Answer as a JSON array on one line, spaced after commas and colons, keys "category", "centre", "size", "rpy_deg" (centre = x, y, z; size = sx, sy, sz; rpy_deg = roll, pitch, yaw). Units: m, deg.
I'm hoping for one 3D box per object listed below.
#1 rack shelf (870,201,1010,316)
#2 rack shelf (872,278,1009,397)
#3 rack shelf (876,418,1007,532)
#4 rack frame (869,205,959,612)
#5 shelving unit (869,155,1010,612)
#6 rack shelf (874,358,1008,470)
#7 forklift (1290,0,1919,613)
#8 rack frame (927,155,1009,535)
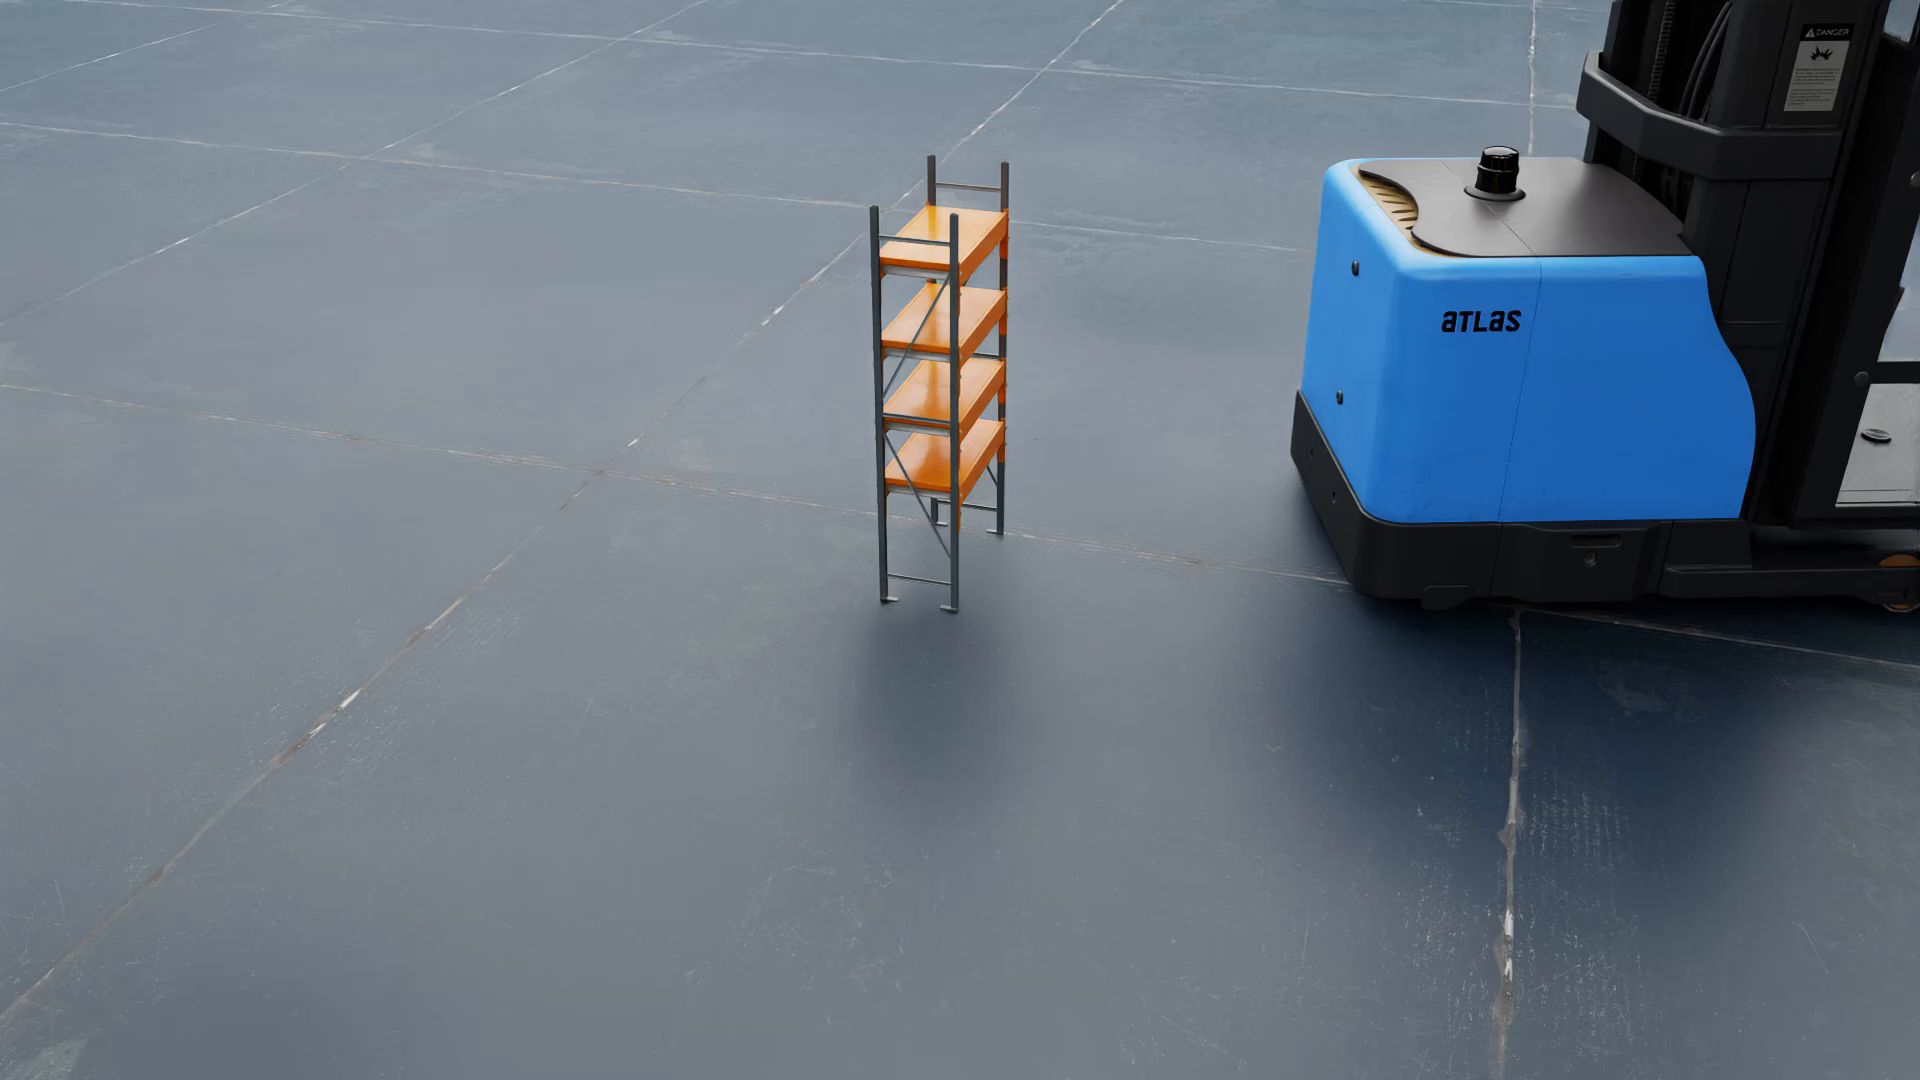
[{"category": "rack shelf", "centre": [-0.049, -0.791, 4.629], "size": [0.258, 0.148, 0.480], "rpy_deg": [8, 30, 15]}, {"category": "rack shelf", "centre": [-0.049, -0.584, 4.744], "size": [0.258, 0.148, 0.480], "rpy_deg": [8, 30, 15]}, {"category": "rack shelf", "centre": [-0.049, -0.215, 4.949], "size": [0.258, 0.148, 0.480], "rpy_deg": [8, 30, 15]}, {"category": "rack frame", "centre": [-0.120, -0.334, 4.616], "size": [0.240, 1.200, 0.015], "rpy_deg": [8, 30, 15]}, {"category": "shelving unit", "centre": [-0.049, -0.447, 4.820], "size": [0.258, 1.200, 0.503], "rpy_deg": [8, 30, 15]}, {"category": "rack shelf", "centre": [-0.049, -0.389, 4.853], "size": [0.258, 0.148, 0.480], "rpy_deg": [8, 30, 15]}, {"category": "forklift", "centre": [2.645, -1.327, 4.620], "size": [3.031, 2.935, 1.130], "rpy_deg": [-1, 29, -2]}, {"category": "rack frame", "centre": [0.023, -0.561, 5.024], "size": [0.240, 1.200, 0.015], "rpy_deg": [8, 30, 15]}]
